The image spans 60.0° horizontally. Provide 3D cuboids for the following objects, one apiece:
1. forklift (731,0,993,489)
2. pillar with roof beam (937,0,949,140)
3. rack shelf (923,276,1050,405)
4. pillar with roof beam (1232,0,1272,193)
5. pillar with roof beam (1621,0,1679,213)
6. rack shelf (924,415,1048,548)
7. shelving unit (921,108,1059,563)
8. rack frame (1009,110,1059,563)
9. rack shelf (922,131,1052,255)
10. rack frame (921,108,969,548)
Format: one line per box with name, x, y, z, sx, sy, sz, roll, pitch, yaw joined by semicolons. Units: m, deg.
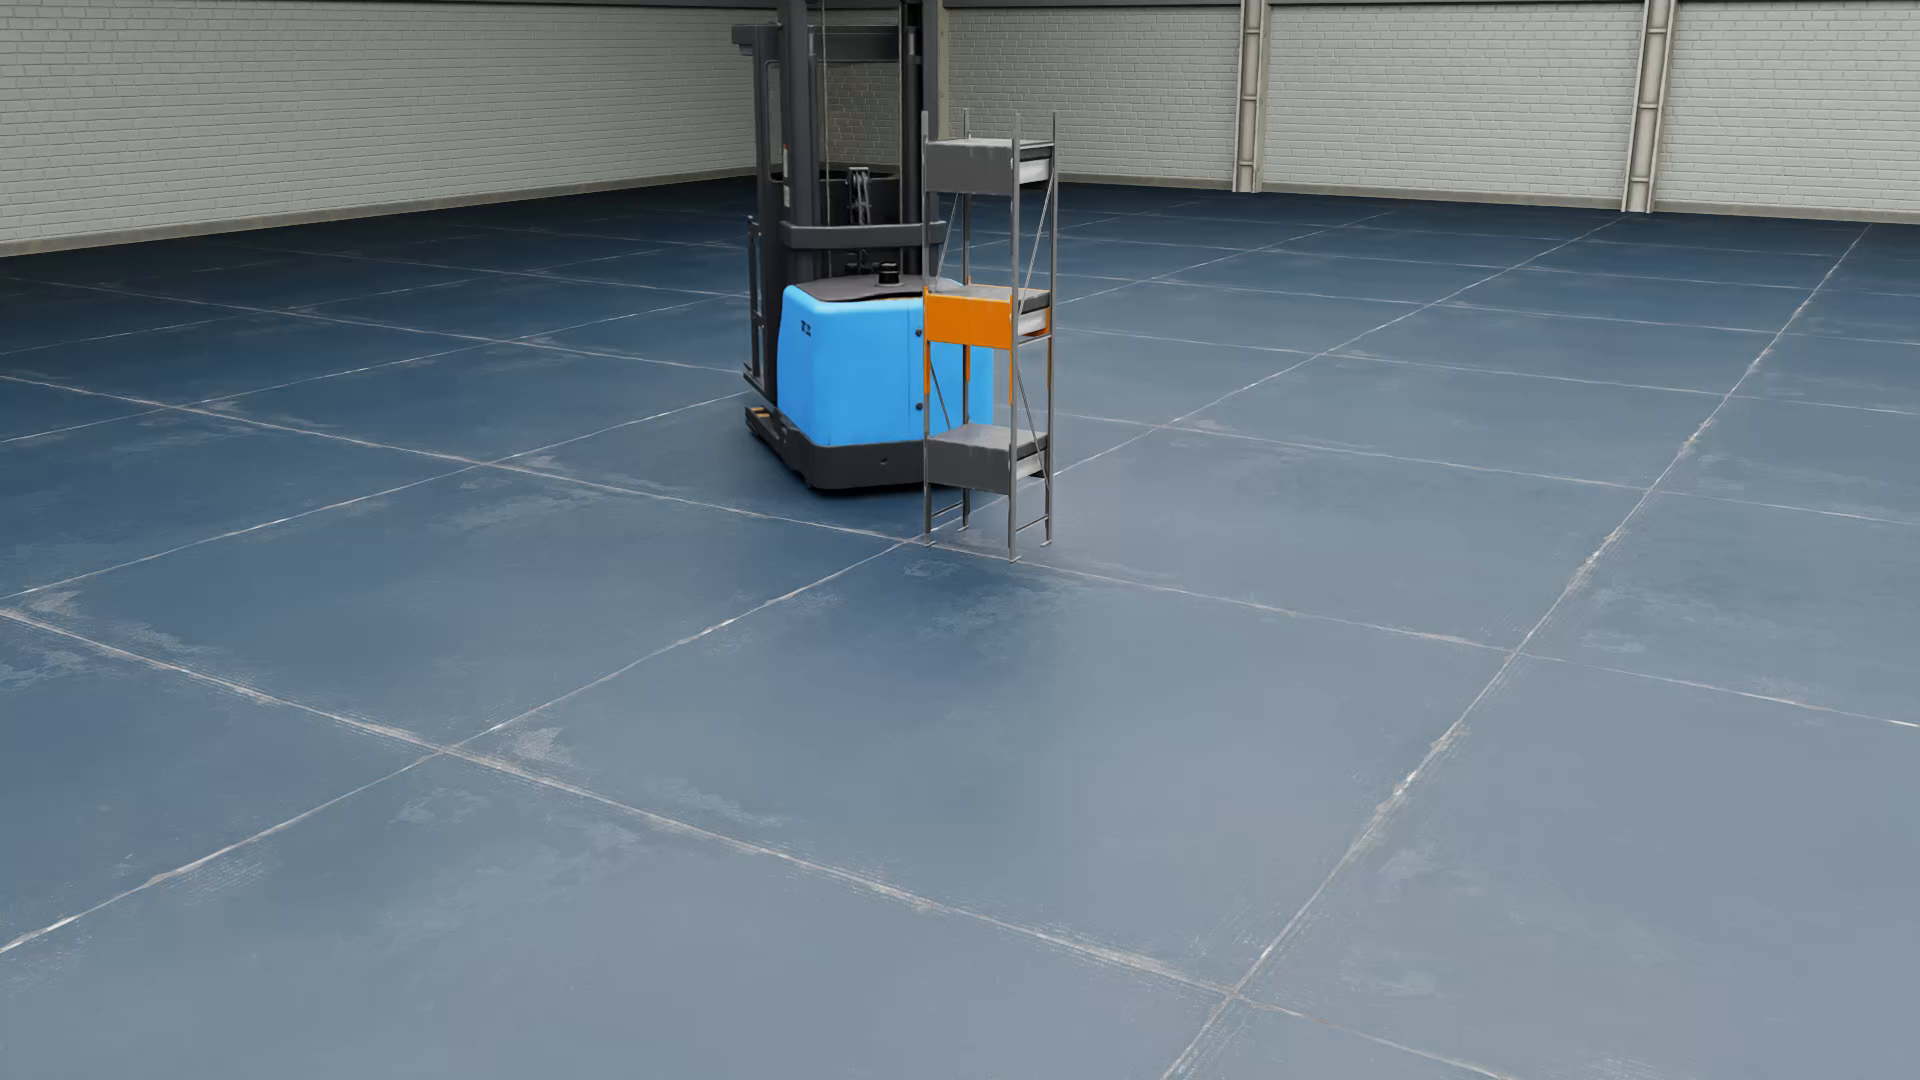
forklift;-0.738;-2.065;10.137;1.130;2.935;3.031;-5;18;-17
pillar with roof beam;-2.703;-9.809;25.192;0.400;9.000;9.100;10;20;30
rack shelf;0.141;-0.966;7.997;0.480;0.518;0.431;10;20;30
pillar with roof beam;2.410;-8.897;22.187;0.400;9.000;9.100;10;20;30
pillar with roof beam;7.522;-7.984;19.183;0.400;9.000;9.100;10;20;30
rack shelf;0.141;-0.297;8.201;0.480;0.518;0.431;10;20;30
shelving unit;0.141;-0.979;7.993;0.503;2.100;0.431;10;20;30
rack frame;0.349;-0.942;7.871;0.015;2.100;0.400;10;20;30
rack shelf;0.141;-1.636;7.794;0.480;0.518;0.431;10;20;30
rack frame;-0.067;-1.017;8.115;0.015;2.100;0.400;10;20;30
